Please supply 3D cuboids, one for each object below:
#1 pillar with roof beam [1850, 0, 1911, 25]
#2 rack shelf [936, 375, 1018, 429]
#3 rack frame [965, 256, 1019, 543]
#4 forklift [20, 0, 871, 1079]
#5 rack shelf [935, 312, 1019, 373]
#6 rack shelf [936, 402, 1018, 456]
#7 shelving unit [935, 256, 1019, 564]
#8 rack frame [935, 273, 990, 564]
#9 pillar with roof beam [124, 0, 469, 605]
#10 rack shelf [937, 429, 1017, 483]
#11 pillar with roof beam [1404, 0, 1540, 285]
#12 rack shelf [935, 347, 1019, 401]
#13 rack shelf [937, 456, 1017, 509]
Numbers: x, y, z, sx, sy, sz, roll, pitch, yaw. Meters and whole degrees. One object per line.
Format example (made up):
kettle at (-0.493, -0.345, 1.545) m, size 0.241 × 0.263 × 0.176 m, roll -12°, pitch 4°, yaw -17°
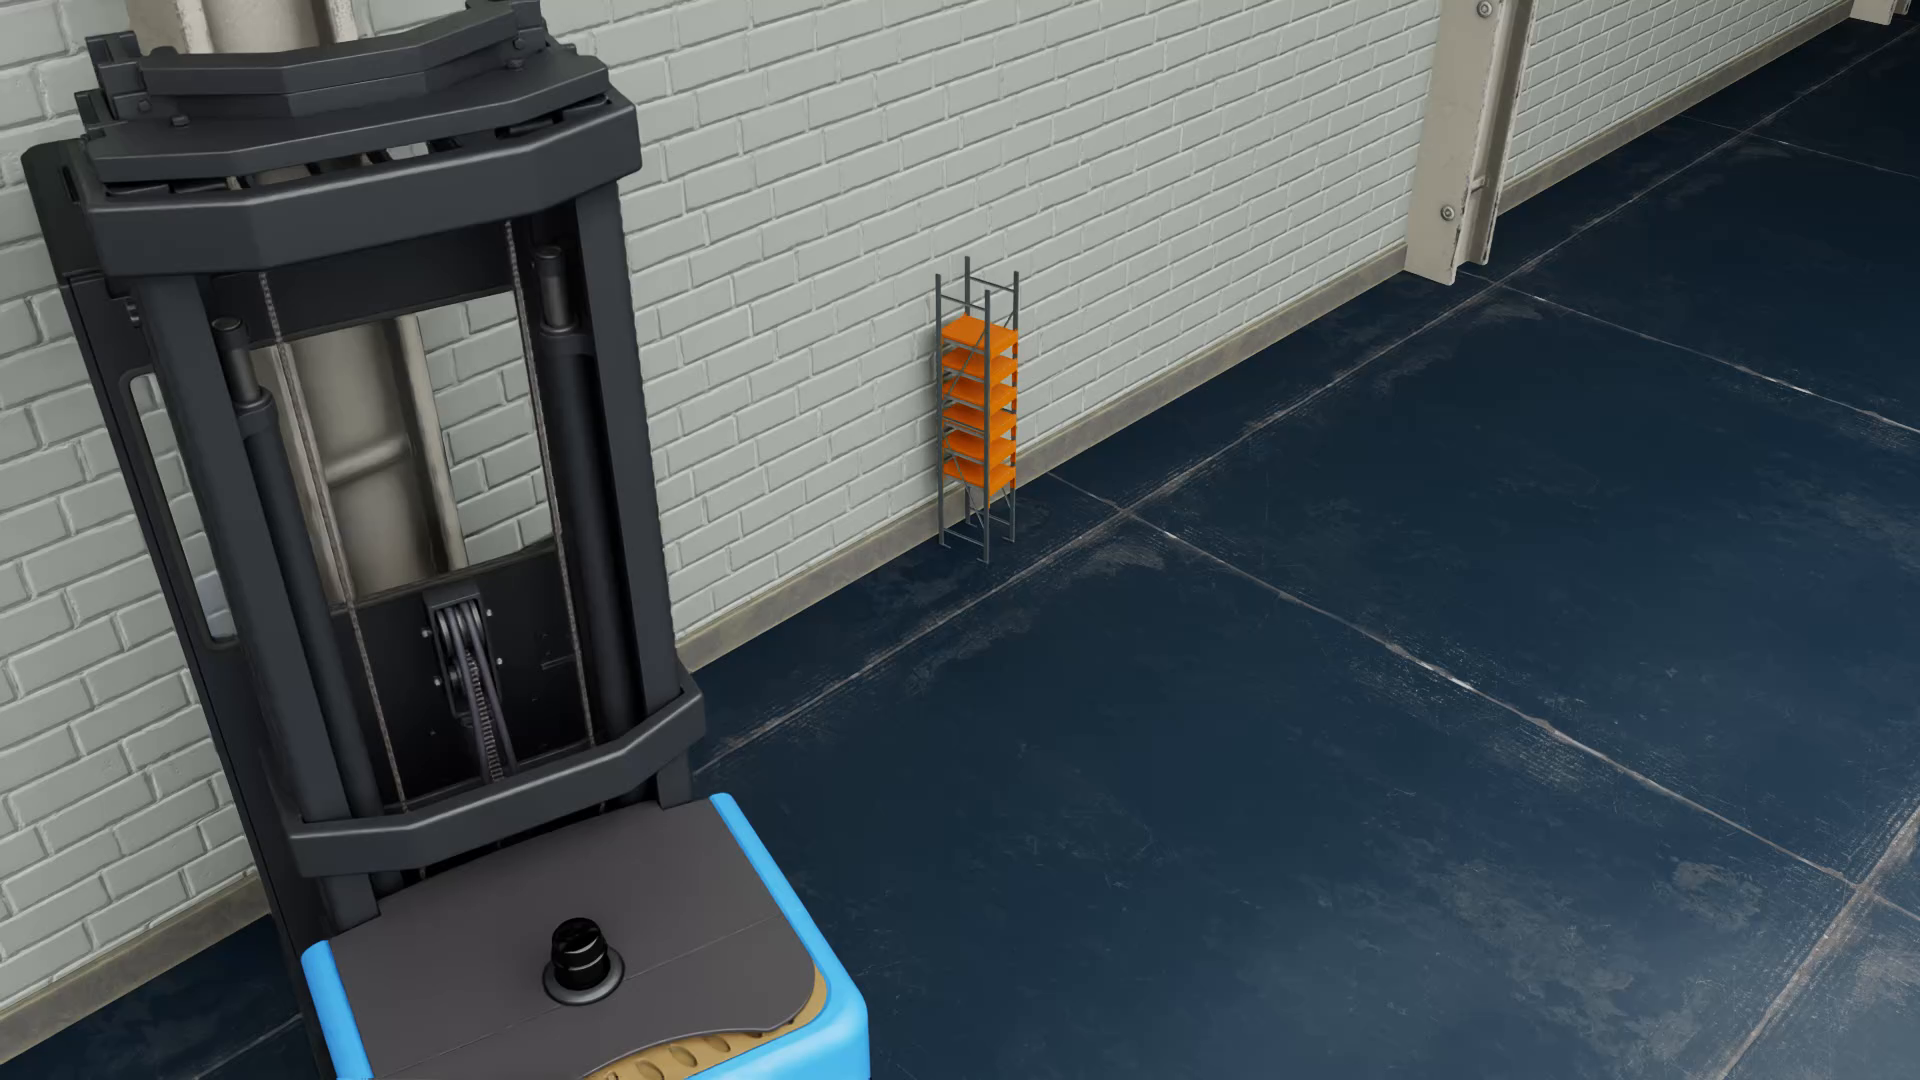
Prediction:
pillar with roof beam at (9.855, -5.857, 7.281) m, size 9.100 × 9.000 × 0.400 m, roll 30°, pitch 45°, yaw 35°
rack shelf at (0.065, -0.541, 6.344) m, size 0.258 × 0.103 × 0.180 m, roll 22°, pitch 41°, yaw 29°
rack frame at (0.119, -0.522, 6.448) m, size 0.240 × 1.200 × 0.006 m, roll 22°, pitch 41°, yaw 29°
forklift at (-1.348, 0.066, 4.094) m, size 1.130 × 2.935 × 3.031 m, roll -18°, pitch 39°, yaw -24°
rack shelf at (0.064, -0.738, 6.206) m, size 0.258 × 0.103 × 0.180 m, roll 22°, pitch 41°, yaw 29°
rack shelf at (0.065, -0.442, 6.412) m, size 0.258 × 0.103 × 0.180 m, roll 22°, pitch 41°, yaw 29°
shelving unit at (0.065, -0.479, 6.387) m, size 0.258 × 1.200 × 0.189 m, roll 22°, pitch 41°, yaw 29°
rack frame at (0.012, -0.436, 6.326) m, size 0.240 × 1.200 × 0.006 m, roll 22°, pitch 41°, yaw 29°
pillar with roof beam at (1.400, -0.985, 0.296) m, size 9.100 × 9.000 × 0.400 m, roll 30°, pitch 45°, yaw 35°
rack shelf at (0.066, -0.344, 6.481) m, size 0.258 × 0.103 × 0.180 m, roll 22°, pitch 41°, yaw 29°
pillar with roof beam at (5.627, -3.421, 3.788) m, size 9.100 × 9.000 × 0.400 m, roll 30°, pitch 45°, yaw 35°
rack shelf at (0.065, -0.639, 6.275) m, size 0.258 × 0.103 × 0.180 m, roll 22°, pitch 41°, yaw 29°
rack shelf at (0.066, -0.246, 6.550) m, size 0.258 × 0.103 × 0.180 m, roll 22°, pitch 41°, yaw 29°
